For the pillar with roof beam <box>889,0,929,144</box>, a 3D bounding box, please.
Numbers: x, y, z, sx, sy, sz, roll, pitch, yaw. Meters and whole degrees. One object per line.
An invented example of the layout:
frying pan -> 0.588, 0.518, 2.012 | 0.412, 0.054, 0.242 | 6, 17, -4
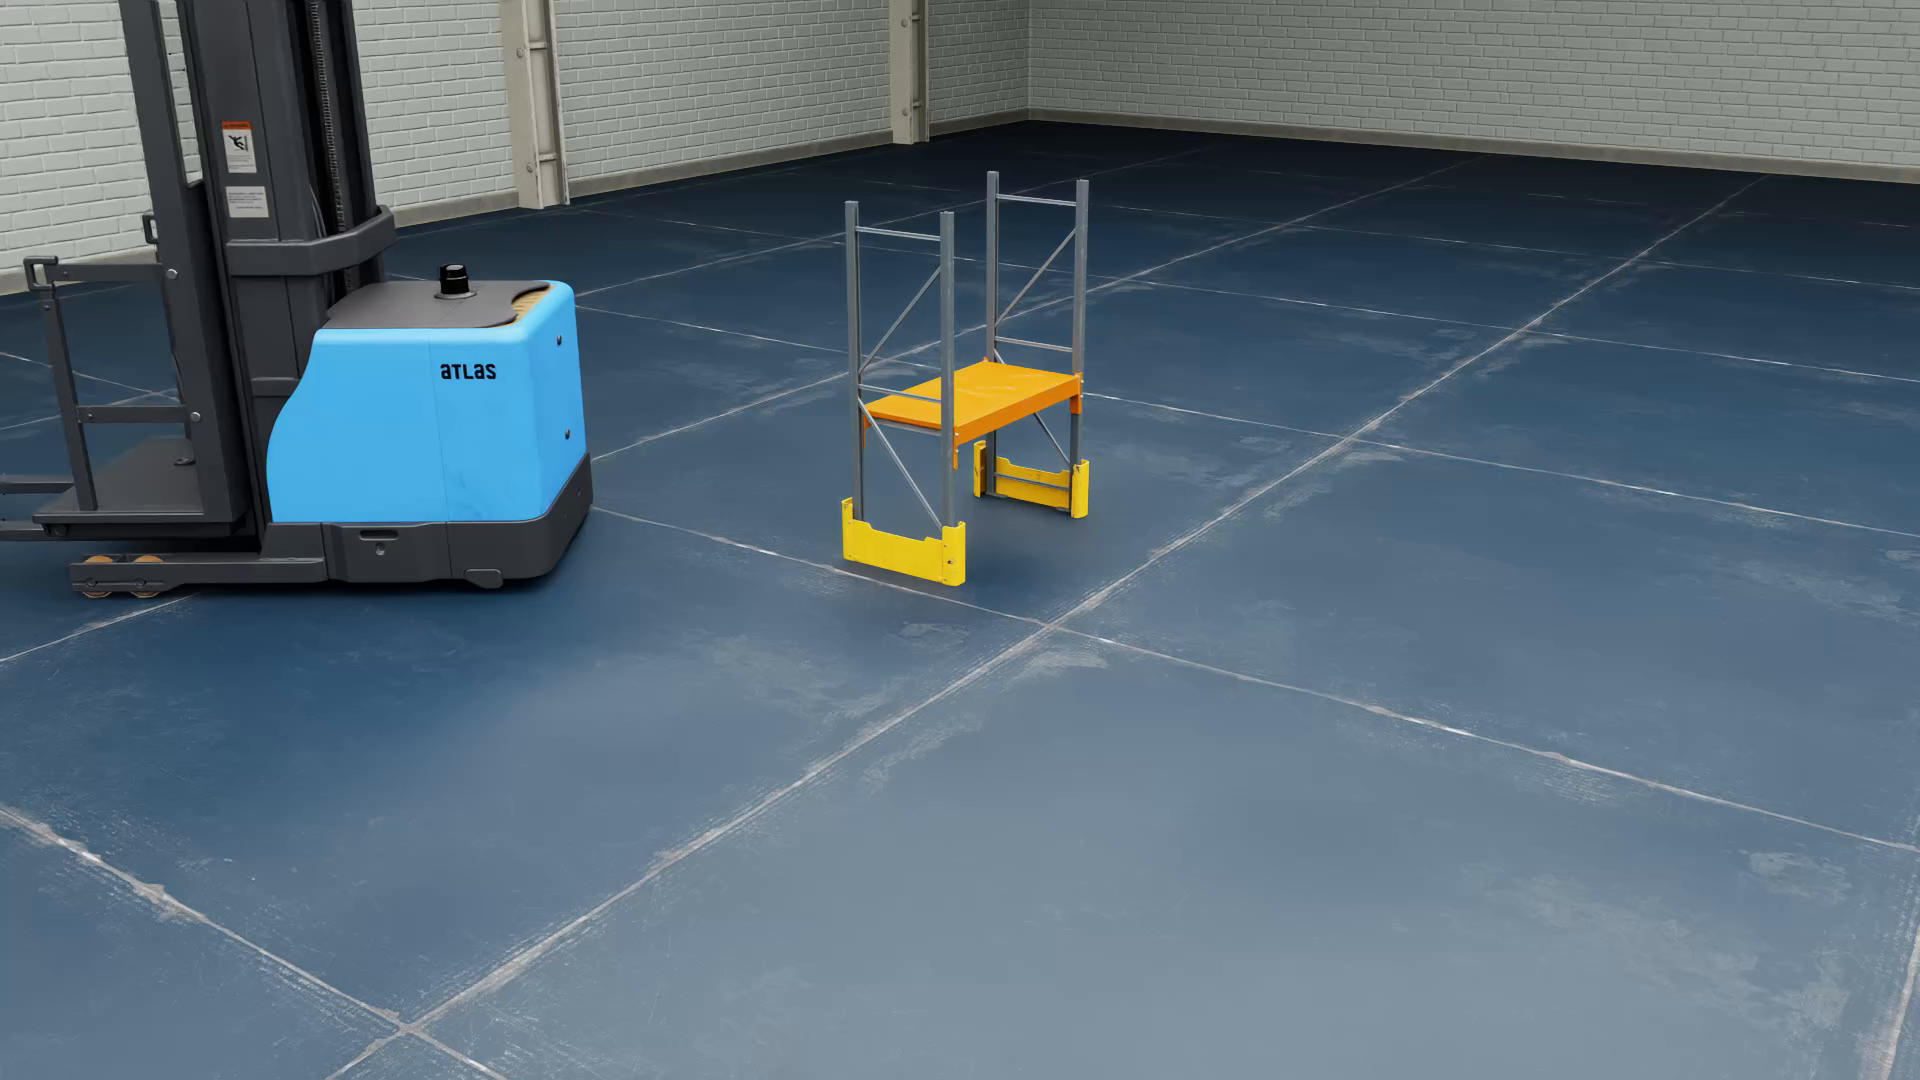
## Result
pillar with roof beam -> 2.944, -8.312, 16.765 | 9.100, 9.000, 0.400 | 13, 24, 32

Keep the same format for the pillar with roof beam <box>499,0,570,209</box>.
pillar with roof beam -> -0.429, -6.590, 12.111 | 9.100, 9.000, 0.400 | 13, 24, 32

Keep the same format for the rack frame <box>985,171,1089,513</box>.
rack frame -> 0.334, -0.874, 7.465 | 0.500, 1.500, 0.032 | 13, 24, 32

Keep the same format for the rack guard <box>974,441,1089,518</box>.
rack guard -> 0.323, -0.282, 7.667 | 0.587, 0.250, 0.087 | 13, 24, 32

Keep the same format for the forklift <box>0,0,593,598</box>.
forklift -> -3.169, -1.327, 6.628 | 3.031, 2.935, 1.130 | 0, 20, -1

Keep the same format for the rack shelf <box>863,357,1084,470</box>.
rack shelf -> 0.048, -0.559, 7.133 | 0.538, 0.185, 1.000 | 13, 24, 32

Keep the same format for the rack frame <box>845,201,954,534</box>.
rack frame -> -0.238, -0.582, 6.677 | 0.500, 1.500, 0.032 | 13, 24, 32

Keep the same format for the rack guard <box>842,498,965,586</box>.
rack guard -> -0.237, 0.004, 6.894 | 0.587, 0.250, 0.087 | 13, 24, 32

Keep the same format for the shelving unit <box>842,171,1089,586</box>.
shelving unit -> 0.043, -0.725, 7.064 | 0.587, 1.500, 1.083 | 13, 24, 32
